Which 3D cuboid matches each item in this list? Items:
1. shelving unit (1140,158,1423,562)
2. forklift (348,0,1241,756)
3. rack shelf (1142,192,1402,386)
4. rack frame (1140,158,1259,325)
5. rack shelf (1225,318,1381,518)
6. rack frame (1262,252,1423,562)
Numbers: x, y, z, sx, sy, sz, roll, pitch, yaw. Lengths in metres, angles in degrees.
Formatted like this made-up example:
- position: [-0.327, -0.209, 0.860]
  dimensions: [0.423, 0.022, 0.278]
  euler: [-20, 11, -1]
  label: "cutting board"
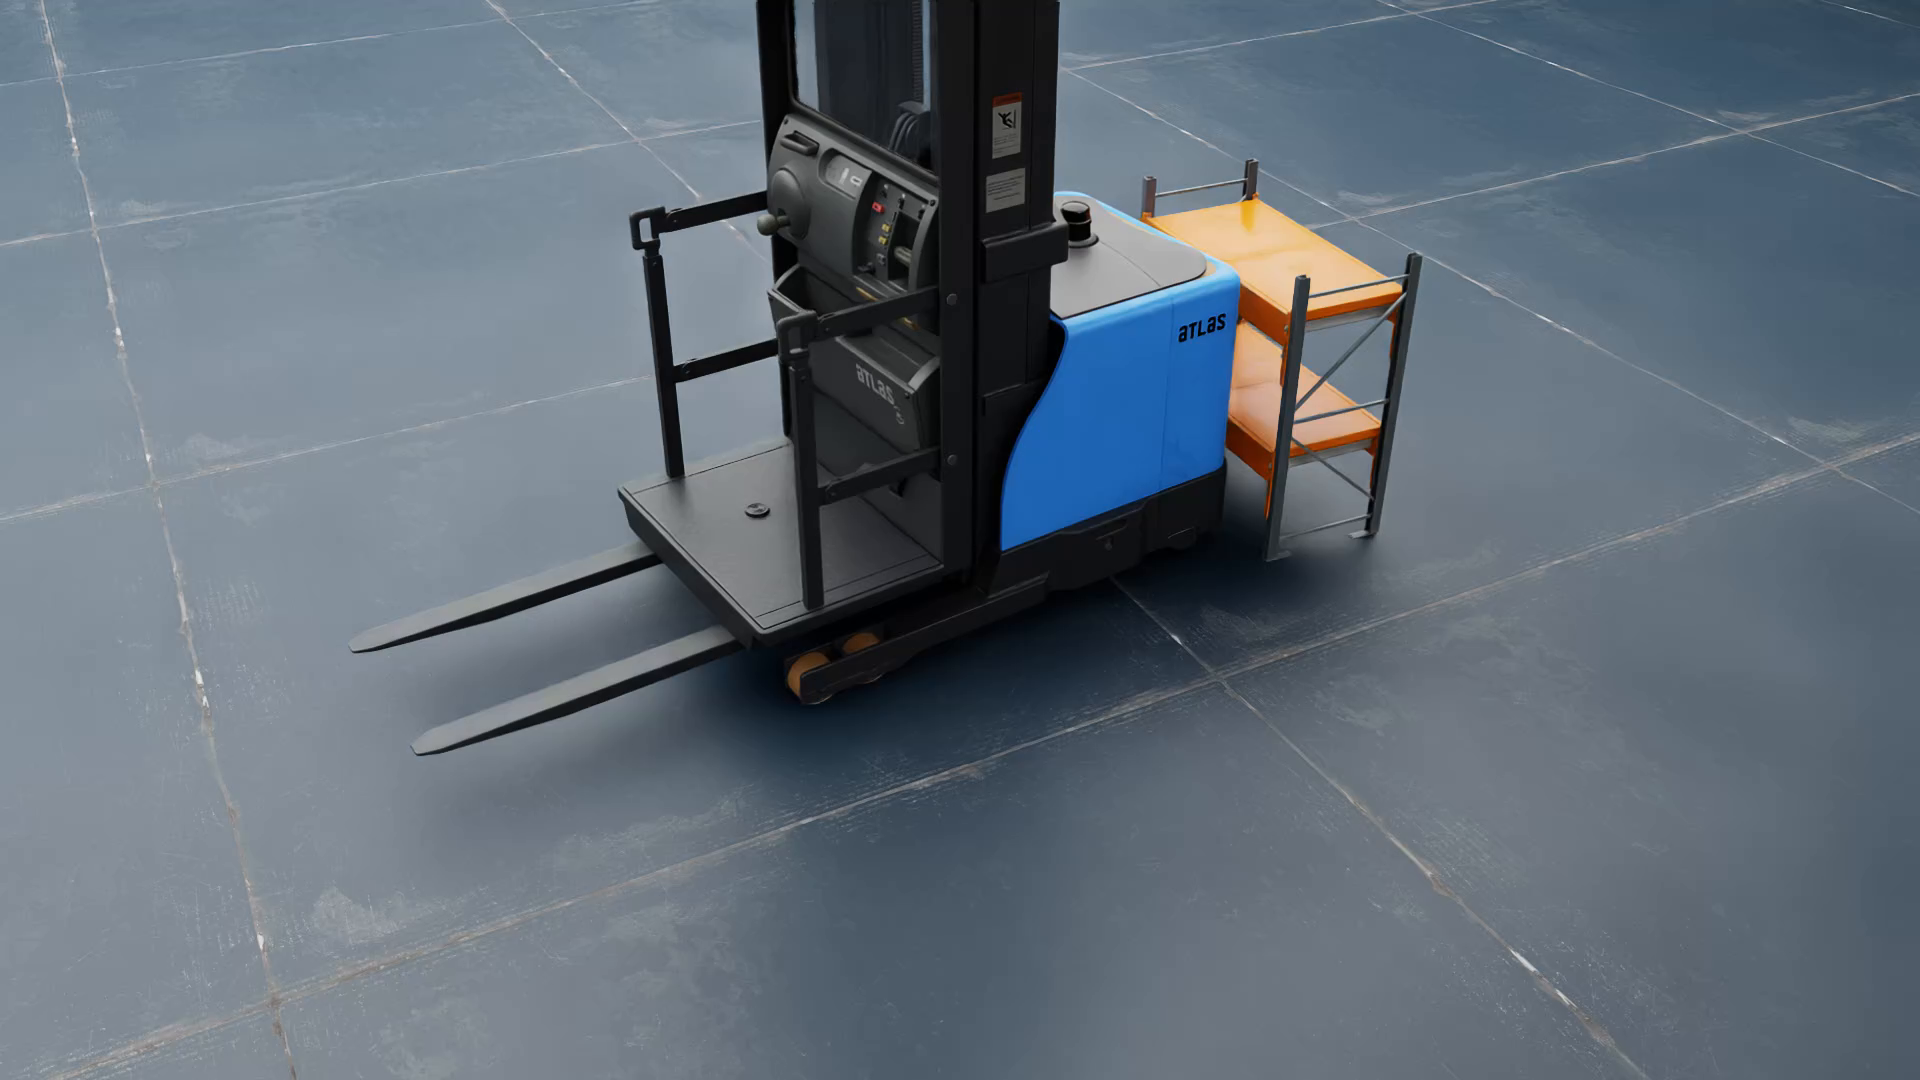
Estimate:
- position: [1.140, -0.703, 6.305]
  dimensions: [0.538, 1.125, 1.048]
  euler: [-14, 35, -20]
  label: "shelving unit"
- position: [-0.521, -1.025, 5.133]
  dimensions: [3.031, 2.935, 1.130]
  euler: [-20, 38, -28]
  label: "forklift"
- position: [1.140, -0.950, 6.147]
  dimensions: [0.538, 0.278, 1.000]
  euler: [-14, 35, -20]
  label: "rack shelf"
- position: [0.929, -0.953, 6.695]
  dimensions: [0.500, 1.125, 0.032]
  euler: [-14, 35, -20]
  label: "rack frame"
- position: [1.140, -0.498, 6.437]
  dimensions: [0.538, 0.278, 1.000]
  euler: [-14, 35, -20]
  label: "rack shelf"
- position: [1.350, -0.454, 5.916]
  dimensions: [0.500, 1.125, 0.032]
  euler: [-14, 35, -20]
  label: "rack frame"
